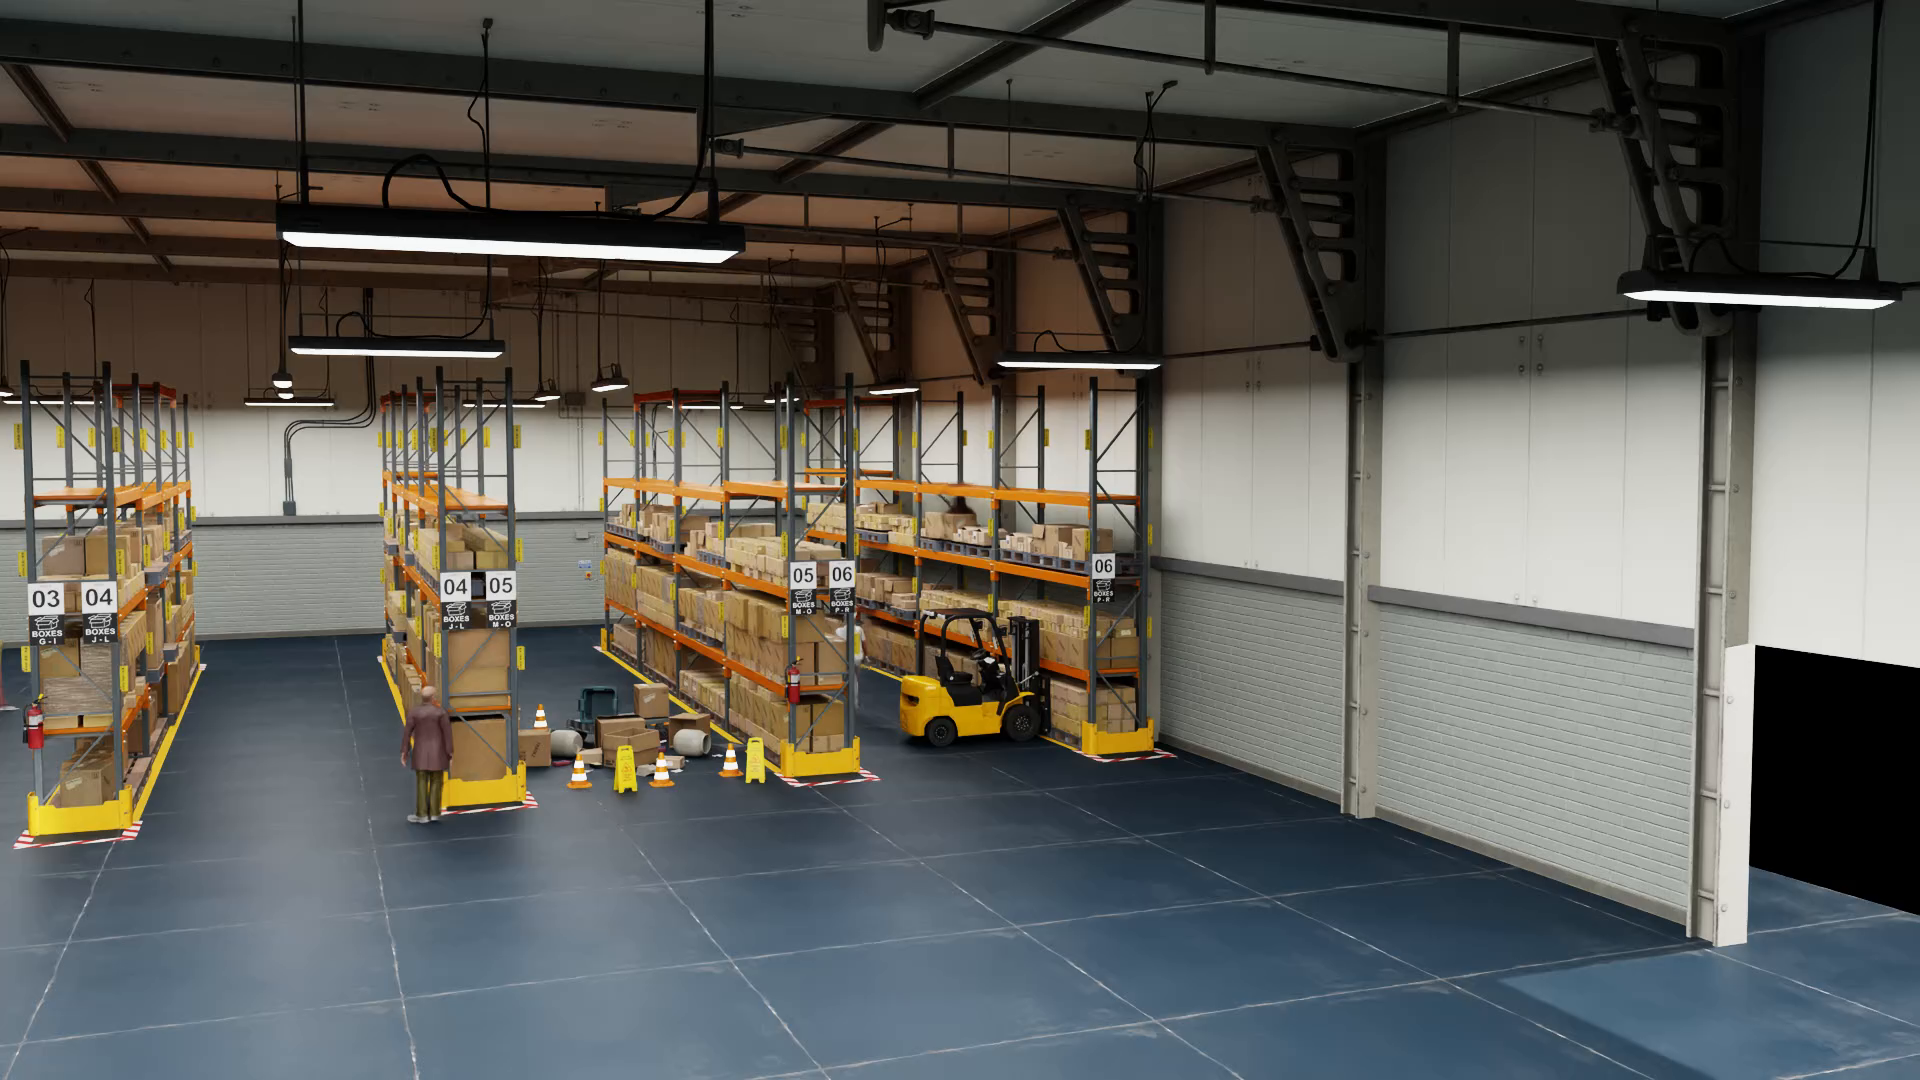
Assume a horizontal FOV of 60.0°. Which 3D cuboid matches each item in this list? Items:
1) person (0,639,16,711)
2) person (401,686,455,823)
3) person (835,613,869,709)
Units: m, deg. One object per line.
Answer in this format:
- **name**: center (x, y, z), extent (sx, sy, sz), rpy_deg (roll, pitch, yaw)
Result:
- **person**: center (-17.778, 2.319, 30.749), extent (0.530, 1.668, 0.482), rpy_deg (-2, 4, -25)
- **person**: center (-6.960, 2.814, 21.734), extent (0.695, 1.817, 0.429), rpy_deg (0, 3, -6)
- **person**: center (-2.026, 2.200, 30.347), extent (0.563, 1.800, 0.777), rpy_deg (-2, 4, -25)
